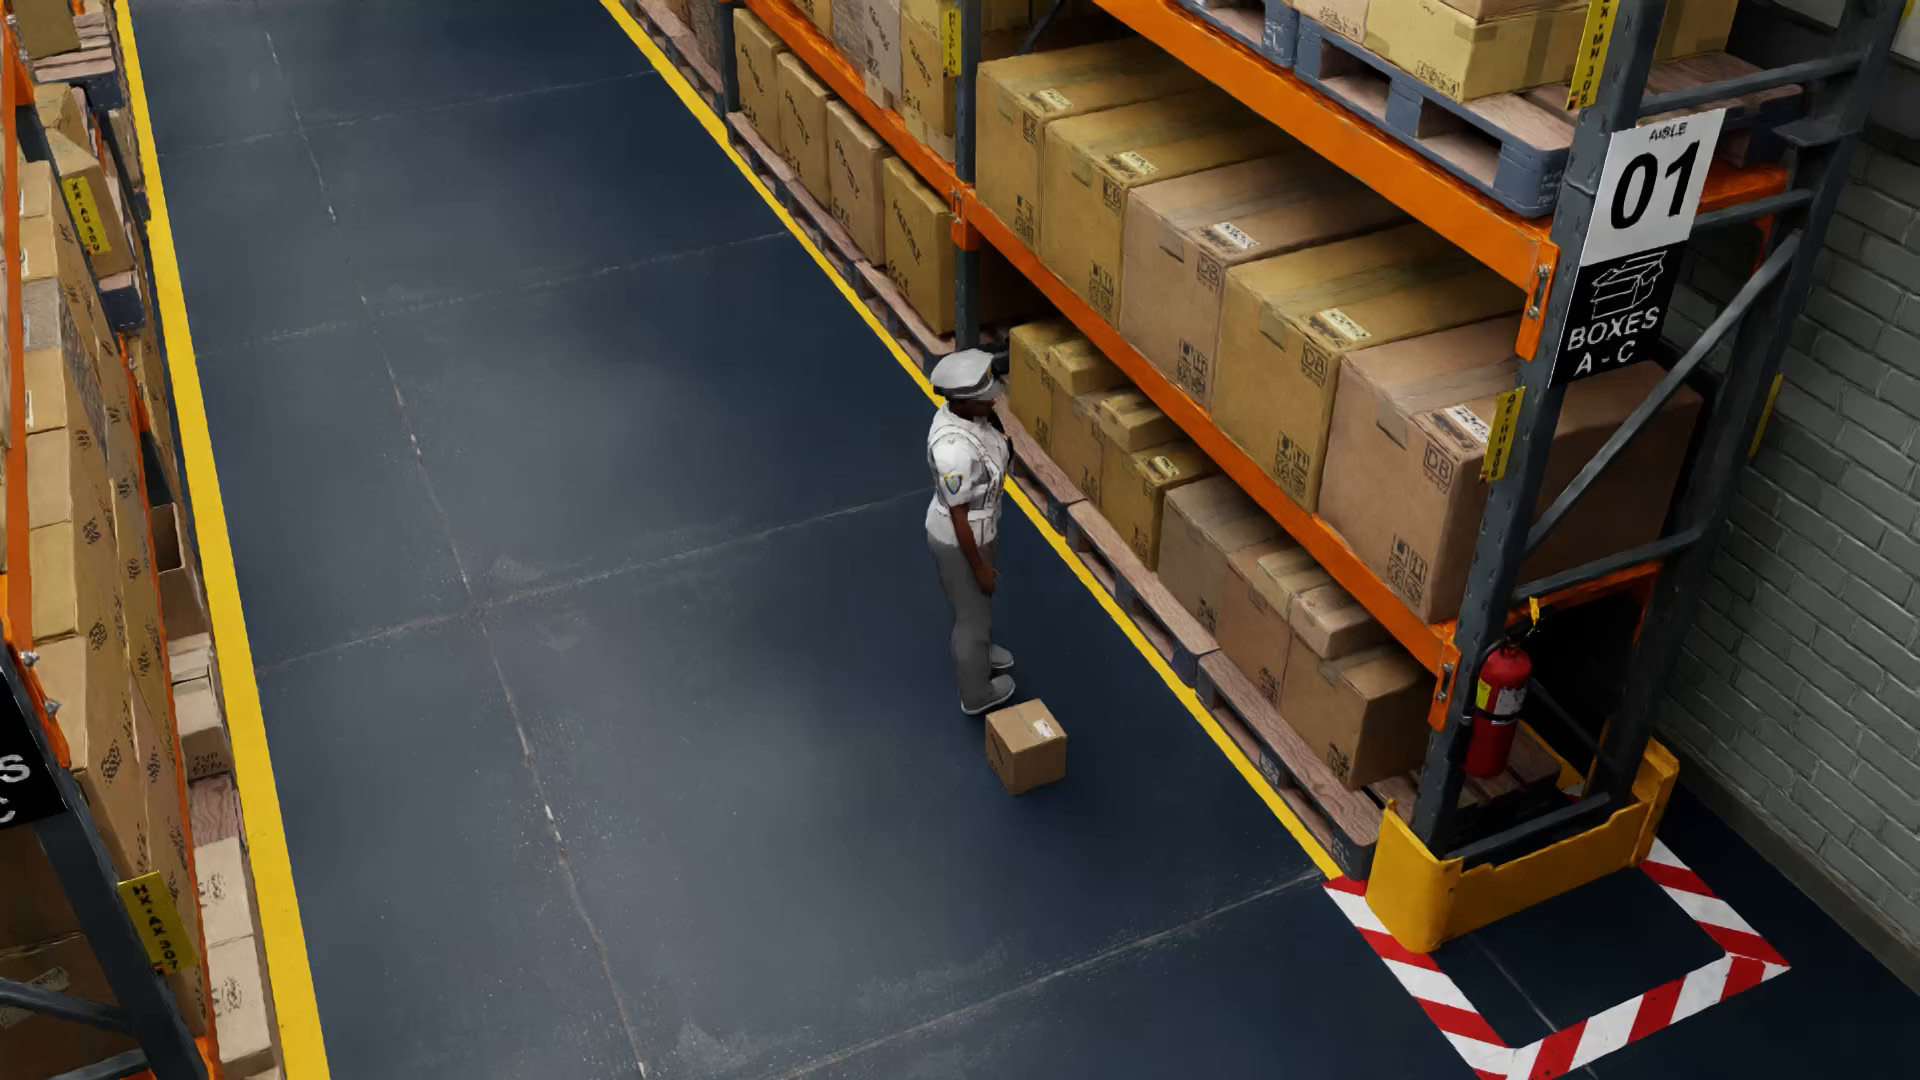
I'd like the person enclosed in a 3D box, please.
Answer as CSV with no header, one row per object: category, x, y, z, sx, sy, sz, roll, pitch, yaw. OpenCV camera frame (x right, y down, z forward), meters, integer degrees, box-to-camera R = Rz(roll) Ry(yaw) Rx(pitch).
person,0.056,-0.034,6.897,0.389,1.689,0.530,5,38,7
